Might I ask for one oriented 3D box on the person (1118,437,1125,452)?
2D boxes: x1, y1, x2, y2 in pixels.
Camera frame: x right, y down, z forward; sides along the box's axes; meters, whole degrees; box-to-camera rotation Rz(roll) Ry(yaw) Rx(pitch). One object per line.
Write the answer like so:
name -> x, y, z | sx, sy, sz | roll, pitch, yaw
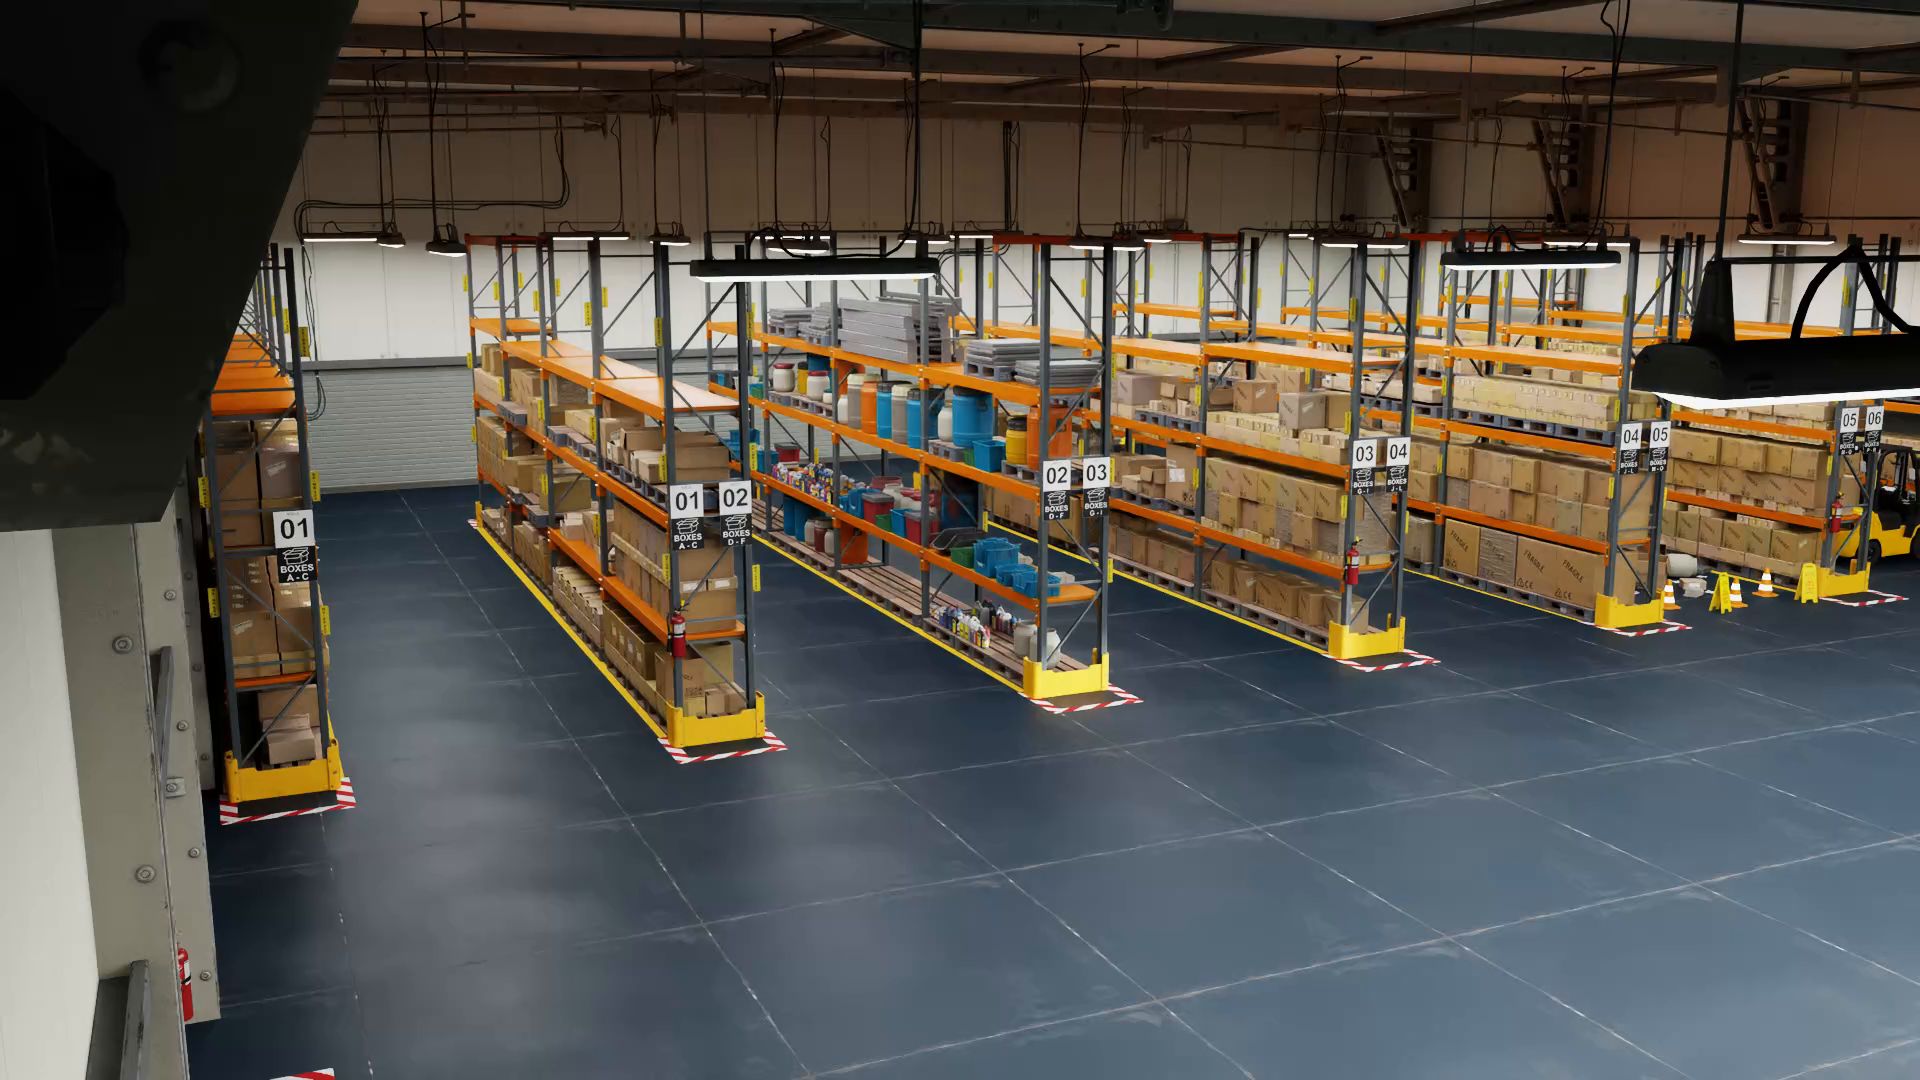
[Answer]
person -> 3.460, -1.285, 35.067 | 0.388, 1.776, 0.653 | -3, 11, -17
